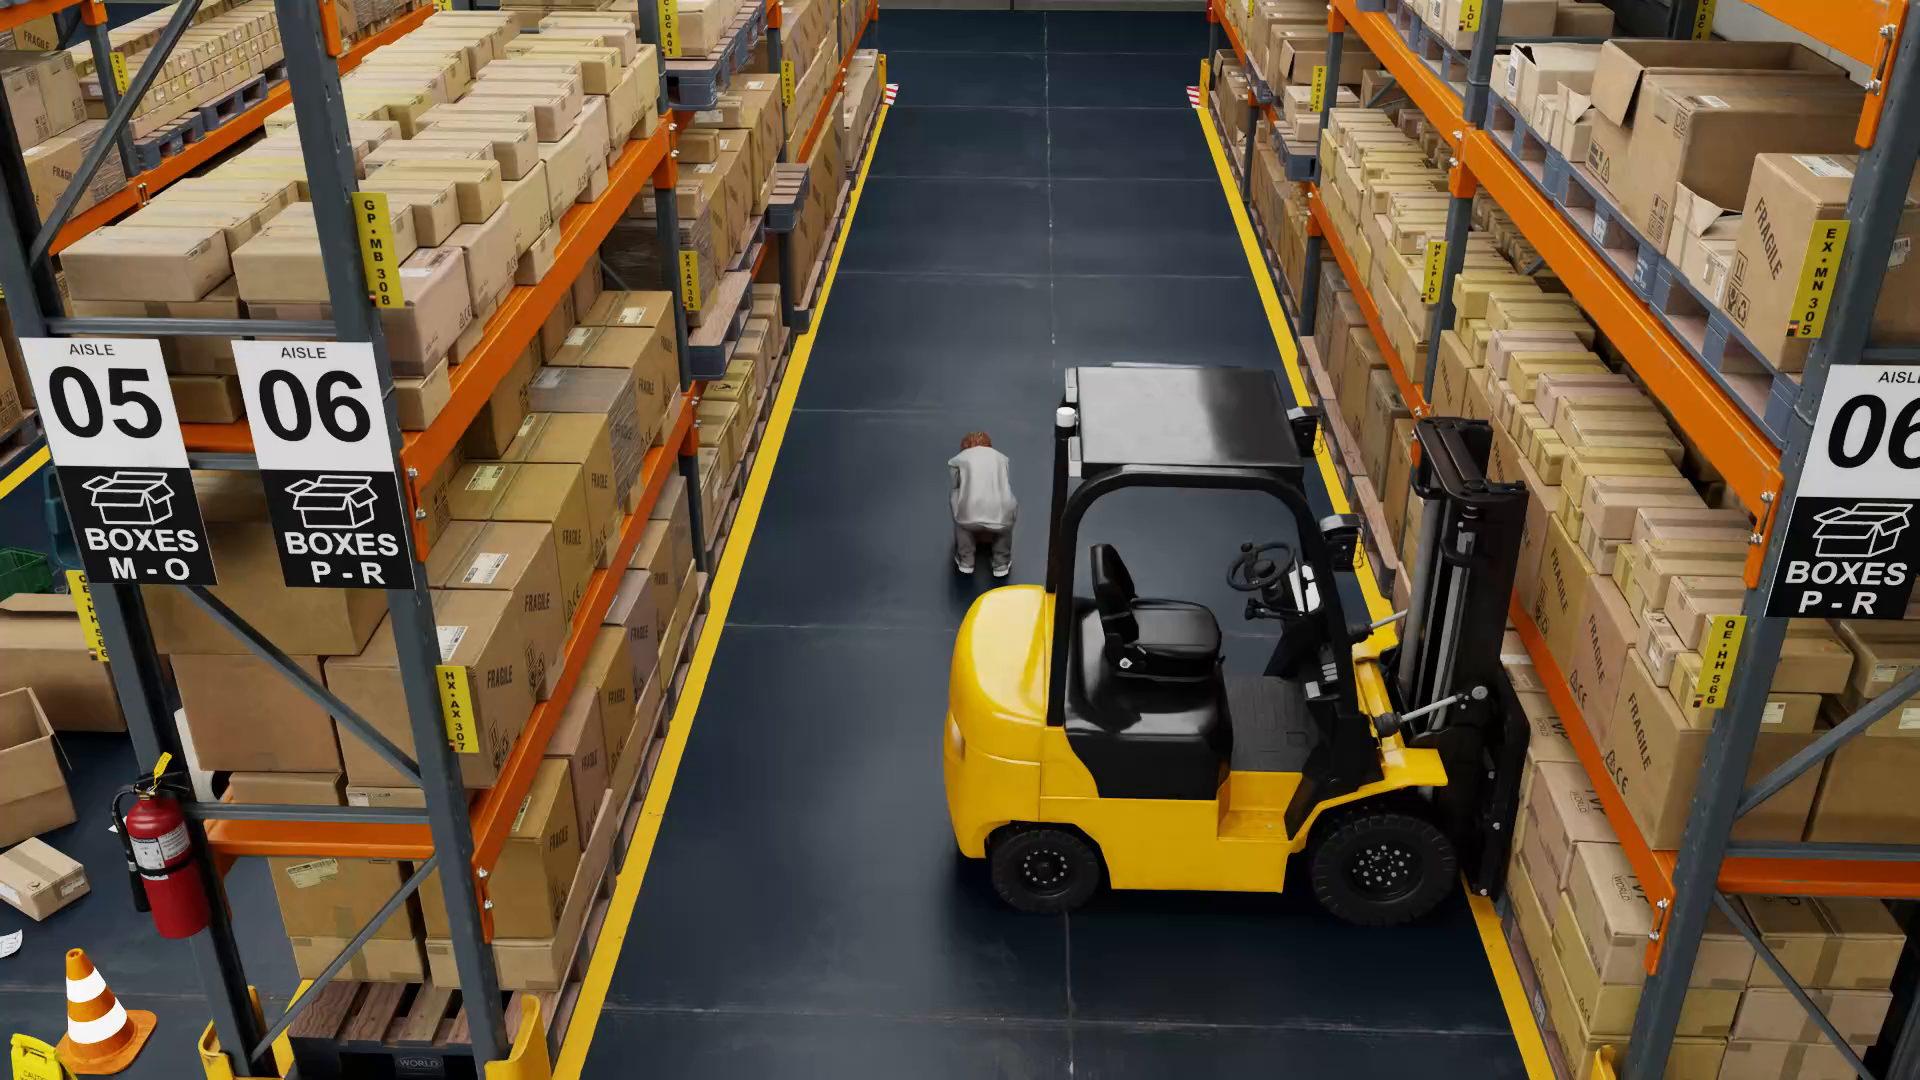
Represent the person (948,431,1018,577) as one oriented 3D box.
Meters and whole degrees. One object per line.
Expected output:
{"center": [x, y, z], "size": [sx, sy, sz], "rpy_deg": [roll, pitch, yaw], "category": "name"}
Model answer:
{"center": [0.136, -0.189, 9.966], "size": [0.421, 0.702, 0.858], "rpy_deg": [0, 28, 1], "category": "person"}
